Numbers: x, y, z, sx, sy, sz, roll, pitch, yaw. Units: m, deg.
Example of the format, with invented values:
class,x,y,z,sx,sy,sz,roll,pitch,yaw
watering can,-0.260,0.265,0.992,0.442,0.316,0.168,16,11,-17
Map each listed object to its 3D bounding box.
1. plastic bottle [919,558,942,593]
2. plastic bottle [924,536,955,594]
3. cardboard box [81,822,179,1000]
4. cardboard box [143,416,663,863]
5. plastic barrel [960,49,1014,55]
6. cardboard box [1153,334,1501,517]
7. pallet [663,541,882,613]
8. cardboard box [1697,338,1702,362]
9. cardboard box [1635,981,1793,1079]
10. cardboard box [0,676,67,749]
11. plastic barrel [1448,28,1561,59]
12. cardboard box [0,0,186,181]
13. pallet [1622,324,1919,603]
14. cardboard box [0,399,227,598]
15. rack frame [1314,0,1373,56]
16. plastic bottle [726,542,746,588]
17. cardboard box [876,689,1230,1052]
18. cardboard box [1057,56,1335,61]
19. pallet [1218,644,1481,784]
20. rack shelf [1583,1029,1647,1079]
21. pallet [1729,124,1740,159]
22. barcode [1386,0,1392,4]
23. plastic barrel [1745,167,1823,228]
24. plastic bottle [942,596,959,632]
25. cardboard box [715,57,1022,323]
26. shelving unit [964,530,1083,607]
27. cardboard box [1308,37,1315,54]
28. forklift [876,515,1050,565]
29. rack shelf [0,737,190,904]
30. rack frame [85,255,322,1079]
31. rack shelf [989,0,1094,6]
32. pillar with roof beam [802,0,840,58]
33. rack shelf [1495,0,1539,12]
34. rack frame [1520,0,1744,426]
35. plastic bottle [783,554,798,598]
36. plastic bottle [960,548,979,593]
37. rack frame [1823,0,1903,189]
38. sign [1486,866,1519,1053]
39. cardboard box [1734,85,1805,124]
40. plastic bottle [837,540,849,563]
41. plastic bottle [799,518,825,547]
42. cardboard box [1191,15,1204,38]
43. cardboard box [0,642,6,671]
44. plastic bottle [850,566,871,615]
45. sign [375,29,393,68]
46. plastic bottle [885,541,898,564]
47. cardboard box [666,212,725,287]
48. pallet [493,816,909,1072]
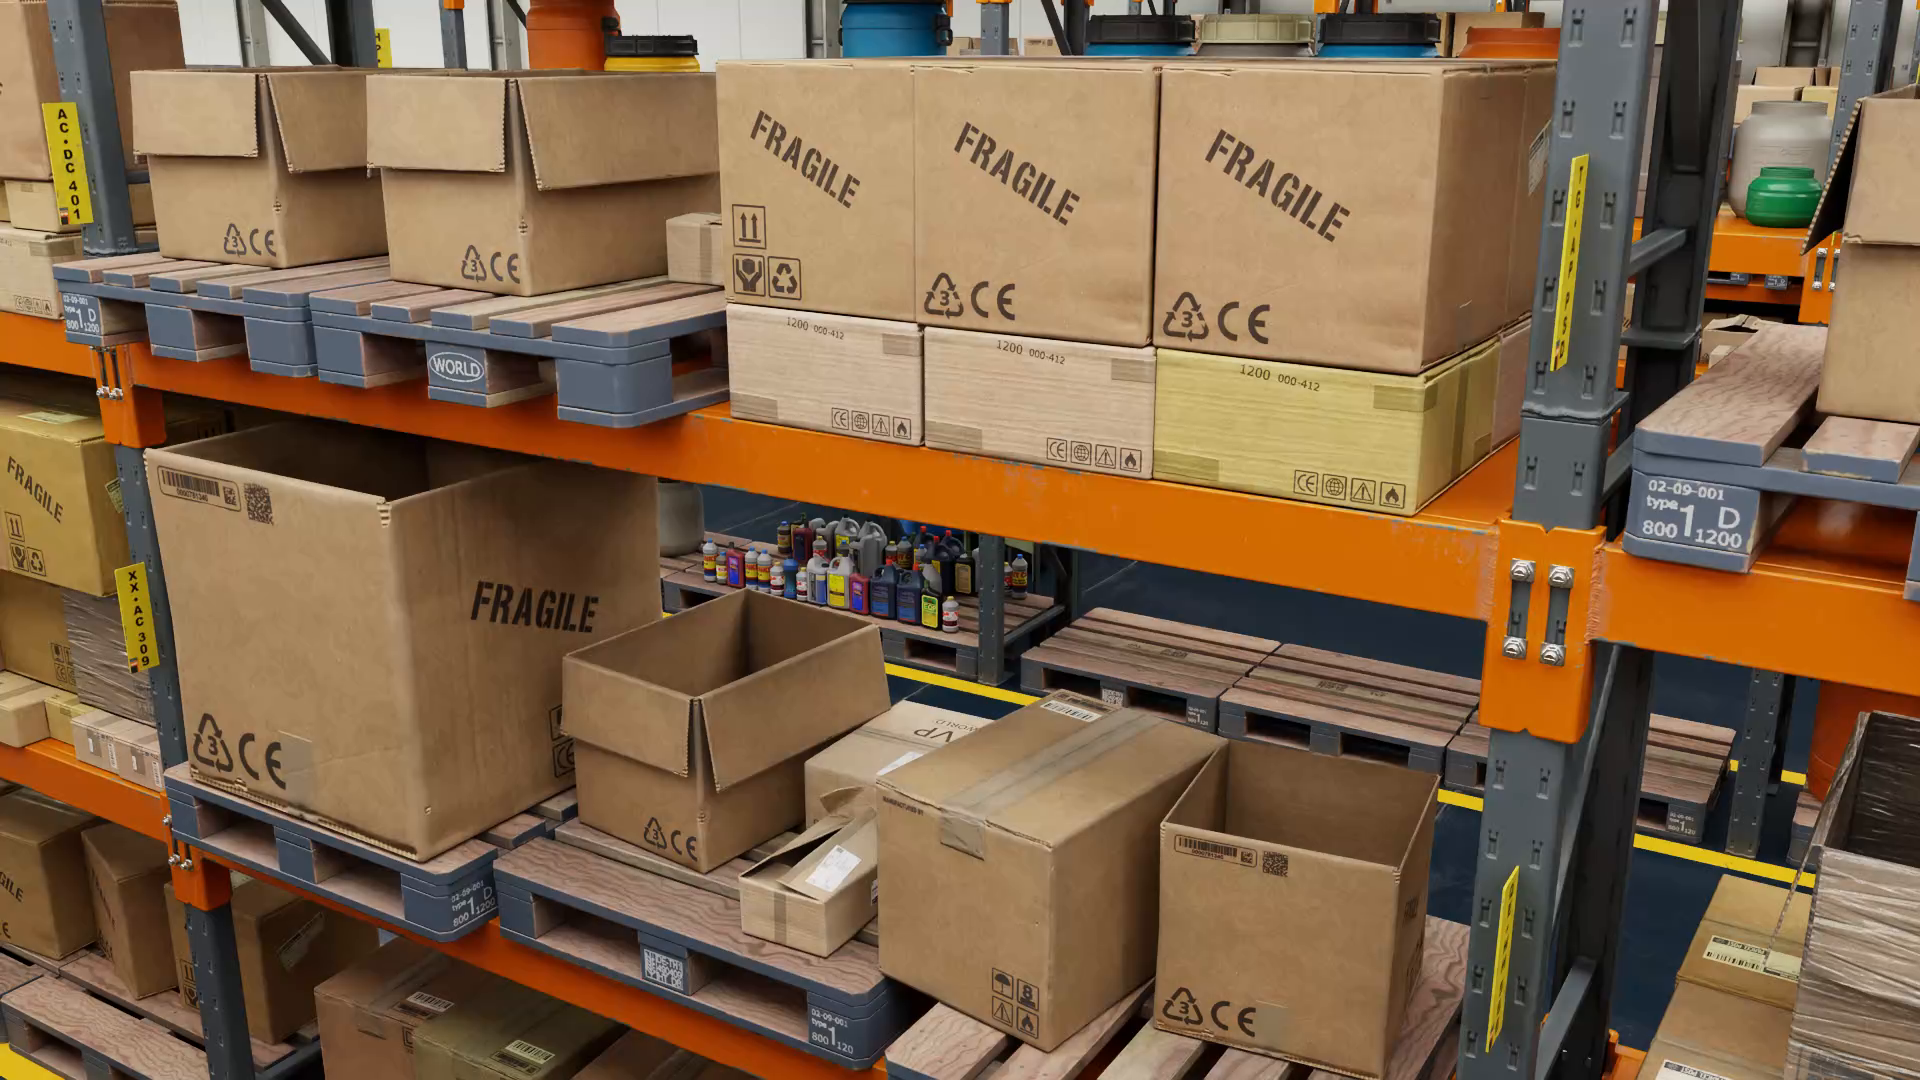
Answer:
class,x,y,z,sx,sy,sz,roll,pitch,yaw
plastic bottle,-0.208,0.279,10.102,0.185,0.351,0.144,10,20,30
plastic bottle,-0.130,0.152,10.522,0.185,0.351,0.144,10,20,30
cardboard box,-2.988,1.350,6.354,0.500,0.500,0.500,-14,22,-38
cardboard box,-1.572,0.179,4.878,1.000,1.000,1.000,10,20,30
plastic barrel,0.152,-2.519,9.439,0.421,0.512,0.421,0,17,0
cardboard box,0.699,-0.256,3.159,0.500,0.250,0.500,10,20,30
pallet,-1.178,0.321,10.962,1.213,0.211,1.003,10,20,30
cardboard box,5.304,-1.393,12.239,0.250,0.149,0.380,12,21,34
cardboard box,1.505,1.213,3.055,0.500,0.500,0.500,11,20,32
cardboard box,-3.174,0.568,5.784,0.250,0.149,0.380,10,20,30
plastic barrel,2.681,-2.026,7.990,0.708,0.830,0.600,10,20,30
cardboard box,-2.693,-1.359,4.989,0.500,0.500,0.500,9,19,28
pallet,1.809,-0.141,2.847,1.003,0.211,1.213,11,20,33
cardboard box,-2.703,-0.158,5.336,0.500,0.500,0.500,10,20,30
rack frame,3.012,-4.812,12.741,0.127,3.000,1.000,10,20,30
plastic bottle,-1.427,0.157,10.620,0.133,0.283,0.061,10,20,31
cardboard box,0.224,0.738,3.895,0.500,0.500,0.700,14,22,38
cardboard box,0.537,-0.816,3.714,0.500,0.500,0.500,10,20,30
pallet,2.150,0.914,9.010,1.213,0.211,1.003,10,20,30
rack shelf,2.937,1.768,2.638,4.000,0.370,1.077,10,20,30
pallet,5.795,-2.759,11.468,1.003,0.211,1.213,11,20,33
barcode,4.642,-5.831,17.988,0.075,0.075,0.001,10,20,30
plastic barrel,3.588,-1.493,7.242,0.294,0.245,0.294,0,17,0
plastic bottle,-0.056,0.435,9.846,0.097,0.201,0.097,0,17,0
cardboard box,-0.161,-0.768,3.555,0.500,0.500,0.500,11,20,31
shelving unit,0.412,-0.336,10.908,0.431,1.500,0.755,-13,21,-36
cardboard box,2.721,-3.835,13.548,0.500,0.500,0.500,12,21,35
forklift,-0.102,-1.582,12.547,1.130,2.935,3.031,-3,17,-9
rack shelf,-3.880,0.551,6.644,4.000,0.370,1.077,10,20,30
rack frame,-2.176,0.511,5.538,0.127,3.000,1.000,10,20,30
rack shelf,2.121,-2.746,7.865,4.000,0.370,1.077,10,20,30
pillar with roof beam,-4.124,-6.602,18.634,0.400,9.000,9.100,10,20,30
rack shelf,7.305,-5.200,15.943,4.000,0.370,1.077,10,20,30
rack frame,1.233,-1.751,2.663,0.127,3.000,1.000,10,20,30
plastic bottle,-1.060,0.222,10.427,0.097,0.271,0.097,0,17,0
plastic bottle,0.084,0.178,10.565,0.135,0.276,0.152,11,20,32
rack frame,3.825,-2.978,6.701,0.127,3.000,1.000,10,20,30
sign,0.957,0.739,2.931,0.005,0.325,0.100,10,20,30
cardboard box,5.548,-3.028,11.564,0.500,0.250,0.500,11,20,32
plastic bottle,-0.762,0.102,10.942,0.097,0.201,0.097,0,17,0
plastic bottle,-0.997,-0.015,11.200,0.135,0.276,0.152,10,20,30
cardboard box,2.795,-5.541,18.375,0.500,0.500,0.500,10,19,29
cardboard box,-3.413,0.101,6.203,0.500,0.500,0.875,10,20,30
plastic bottle,-0.607,0.303,10.138,0.133,0.283,0.061,12,20,34
sign,-1.888,-1.498,5.424,0.005,0.325,0.100,10,20,30
plastic bottle,-0.444,0.110,10.917,0.097,0.201,0.097,0,17,0
cardboard box,-0.526,-0.753,4.217,0.250,0.166,0.380,9,19,29
pallet,-0.475,0.920,4.521,1.213,0.211,1.003,10,20,30
